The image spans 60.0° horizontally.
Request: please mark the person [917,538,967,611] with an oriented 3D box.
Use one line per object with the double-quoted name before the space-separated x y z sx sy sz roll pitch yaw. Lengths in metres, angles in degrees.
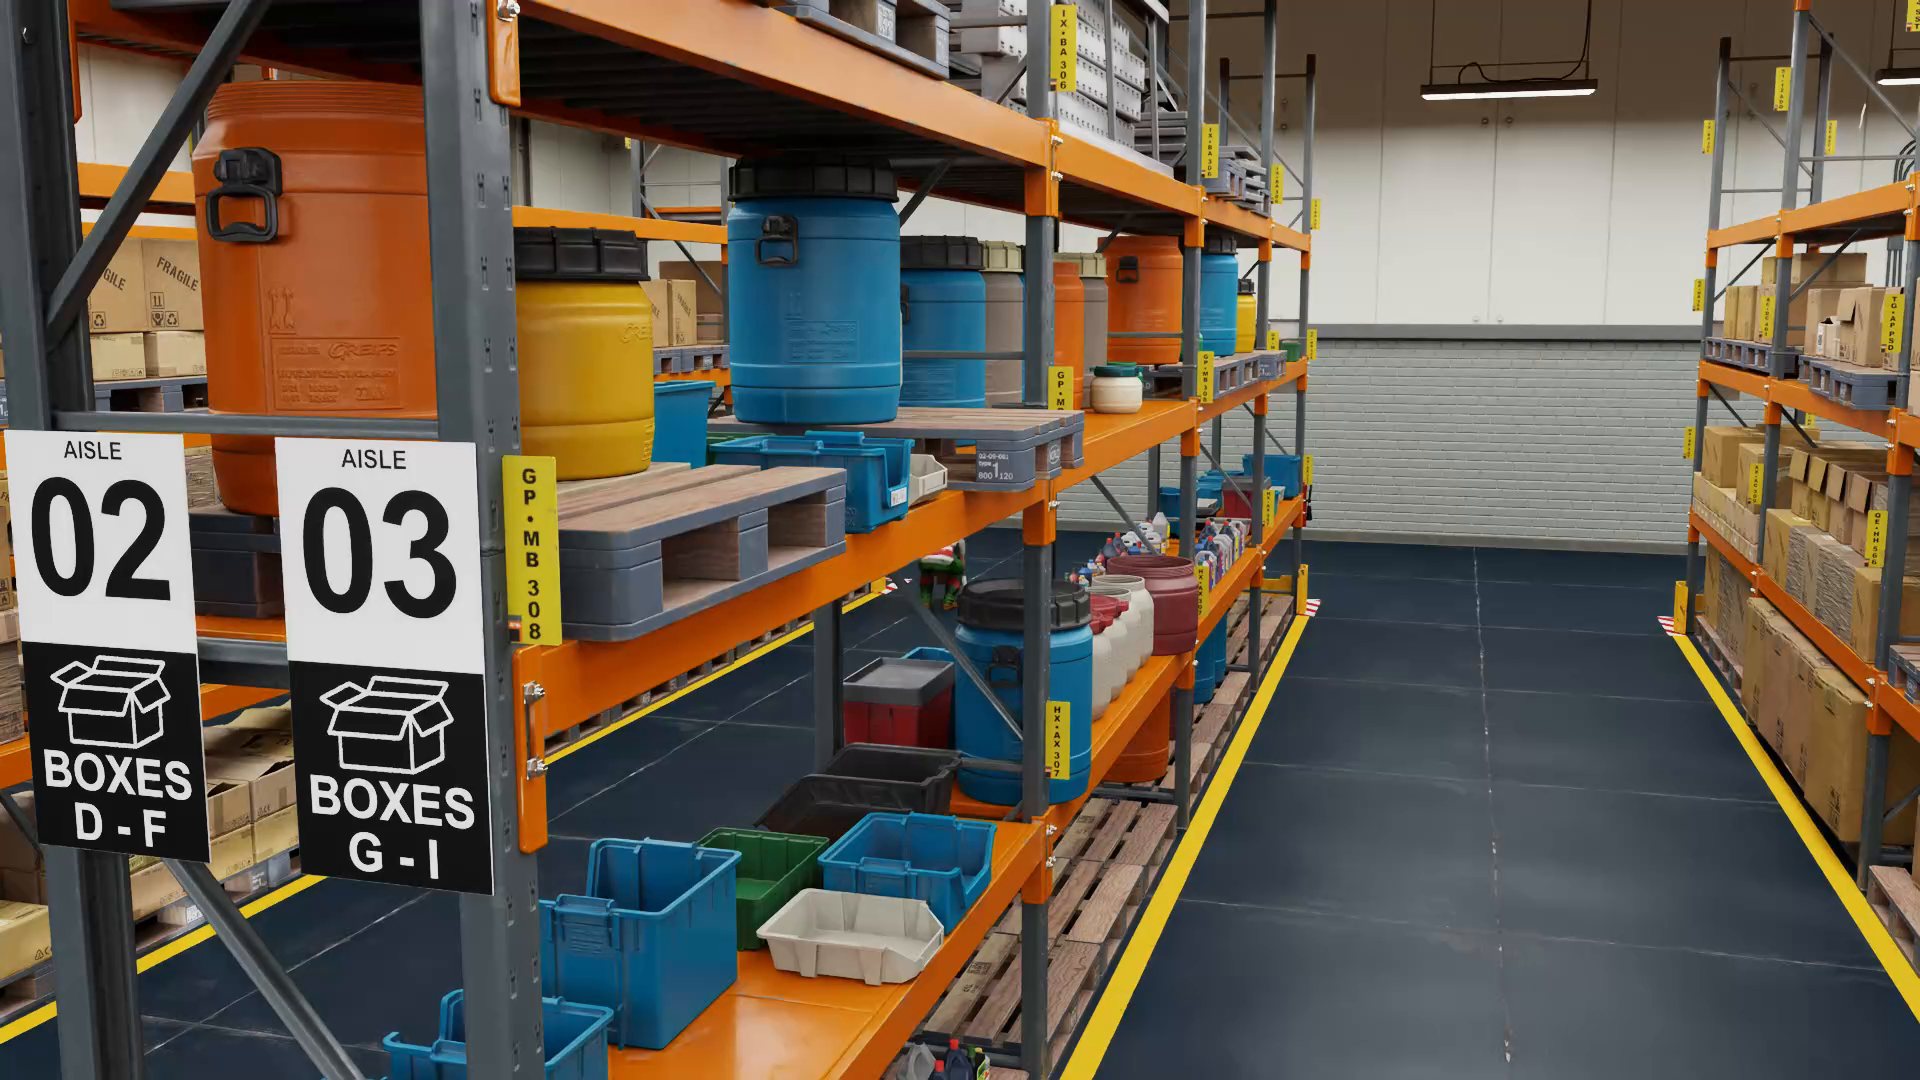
"person" -0.210 0.261 18.771 0.530 0.984 0.923 2 8 14
